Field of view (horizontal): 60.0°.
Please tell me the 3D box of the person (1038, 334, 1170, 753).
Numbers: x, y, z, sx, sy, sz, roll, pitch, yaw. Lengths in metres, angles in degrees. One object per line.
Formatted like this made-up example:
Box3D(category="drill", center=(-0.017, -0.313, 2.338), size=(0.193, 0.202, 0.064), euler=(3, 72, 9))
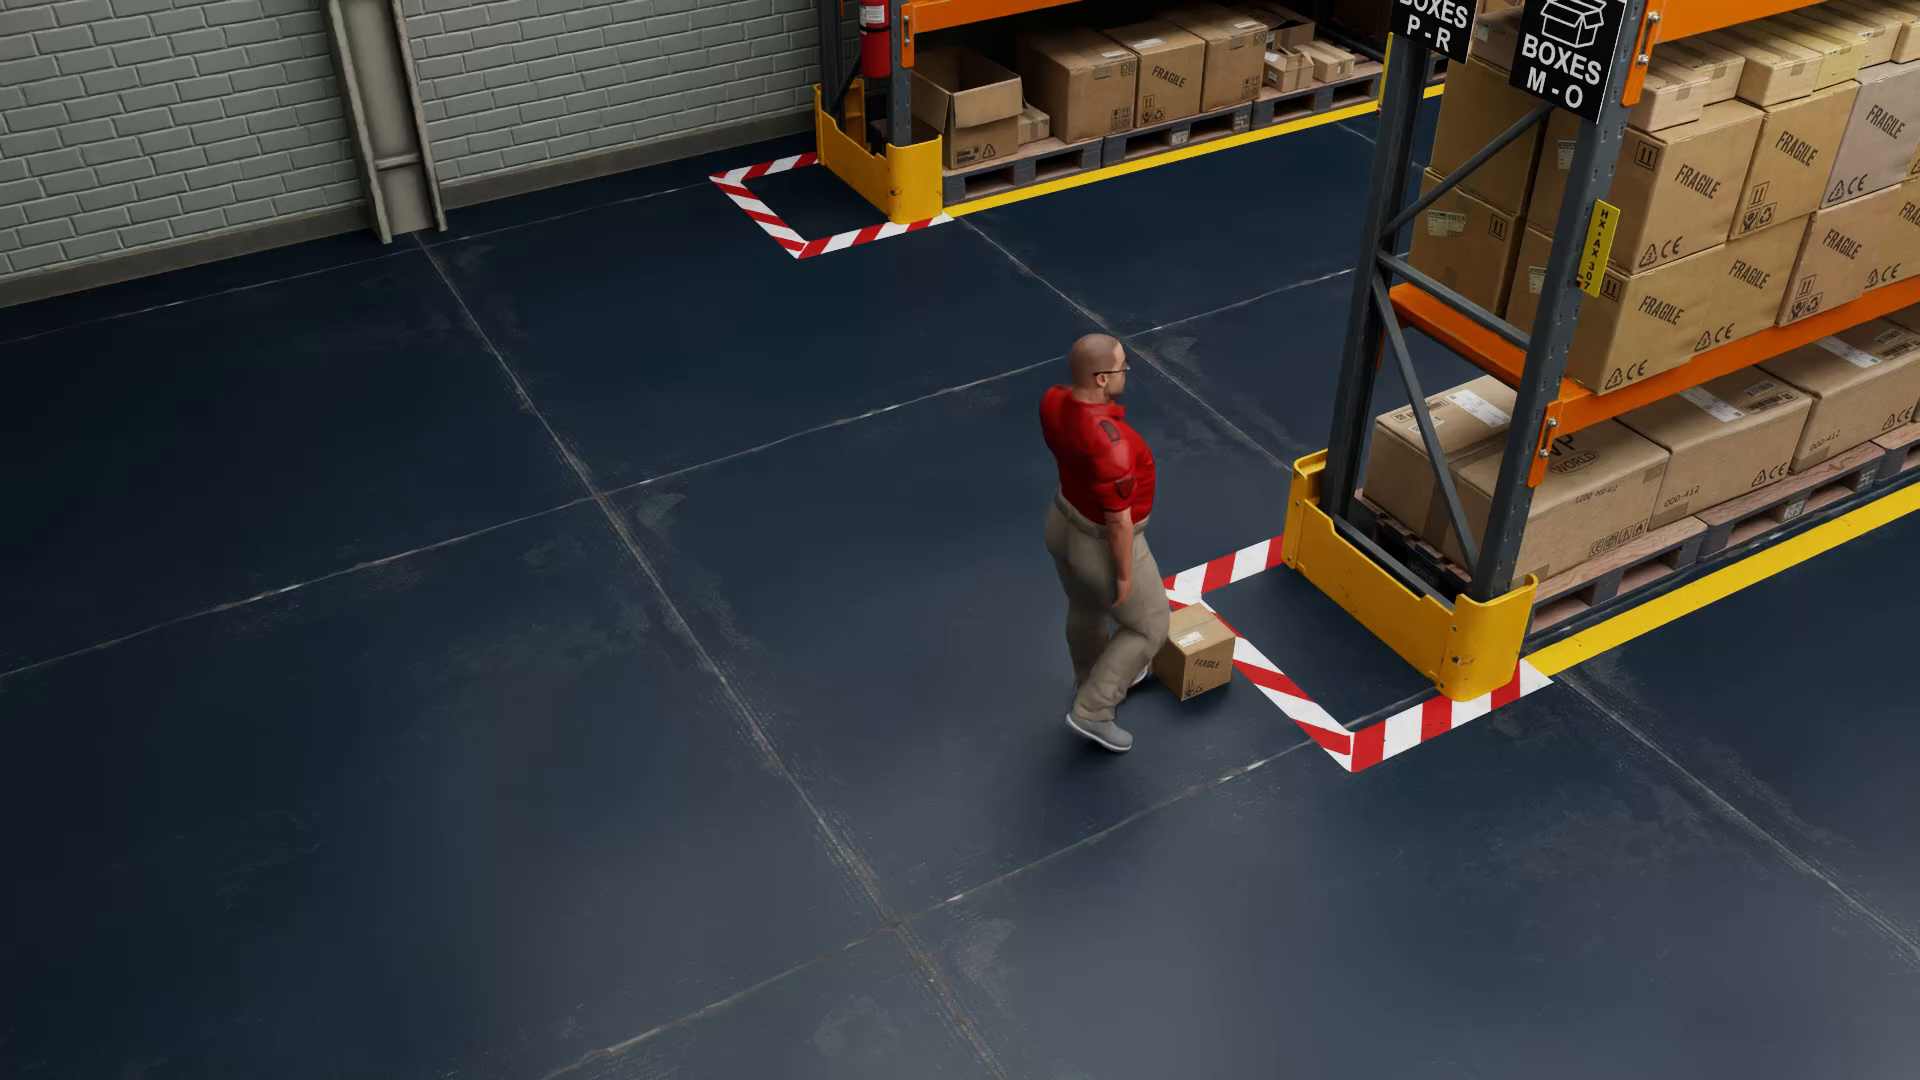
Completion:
Box3D(category="person", center=(0.567, -0.009, 6.183), size=(0.537, 1.762, 0.560), euler=(-19, 41, -24))
